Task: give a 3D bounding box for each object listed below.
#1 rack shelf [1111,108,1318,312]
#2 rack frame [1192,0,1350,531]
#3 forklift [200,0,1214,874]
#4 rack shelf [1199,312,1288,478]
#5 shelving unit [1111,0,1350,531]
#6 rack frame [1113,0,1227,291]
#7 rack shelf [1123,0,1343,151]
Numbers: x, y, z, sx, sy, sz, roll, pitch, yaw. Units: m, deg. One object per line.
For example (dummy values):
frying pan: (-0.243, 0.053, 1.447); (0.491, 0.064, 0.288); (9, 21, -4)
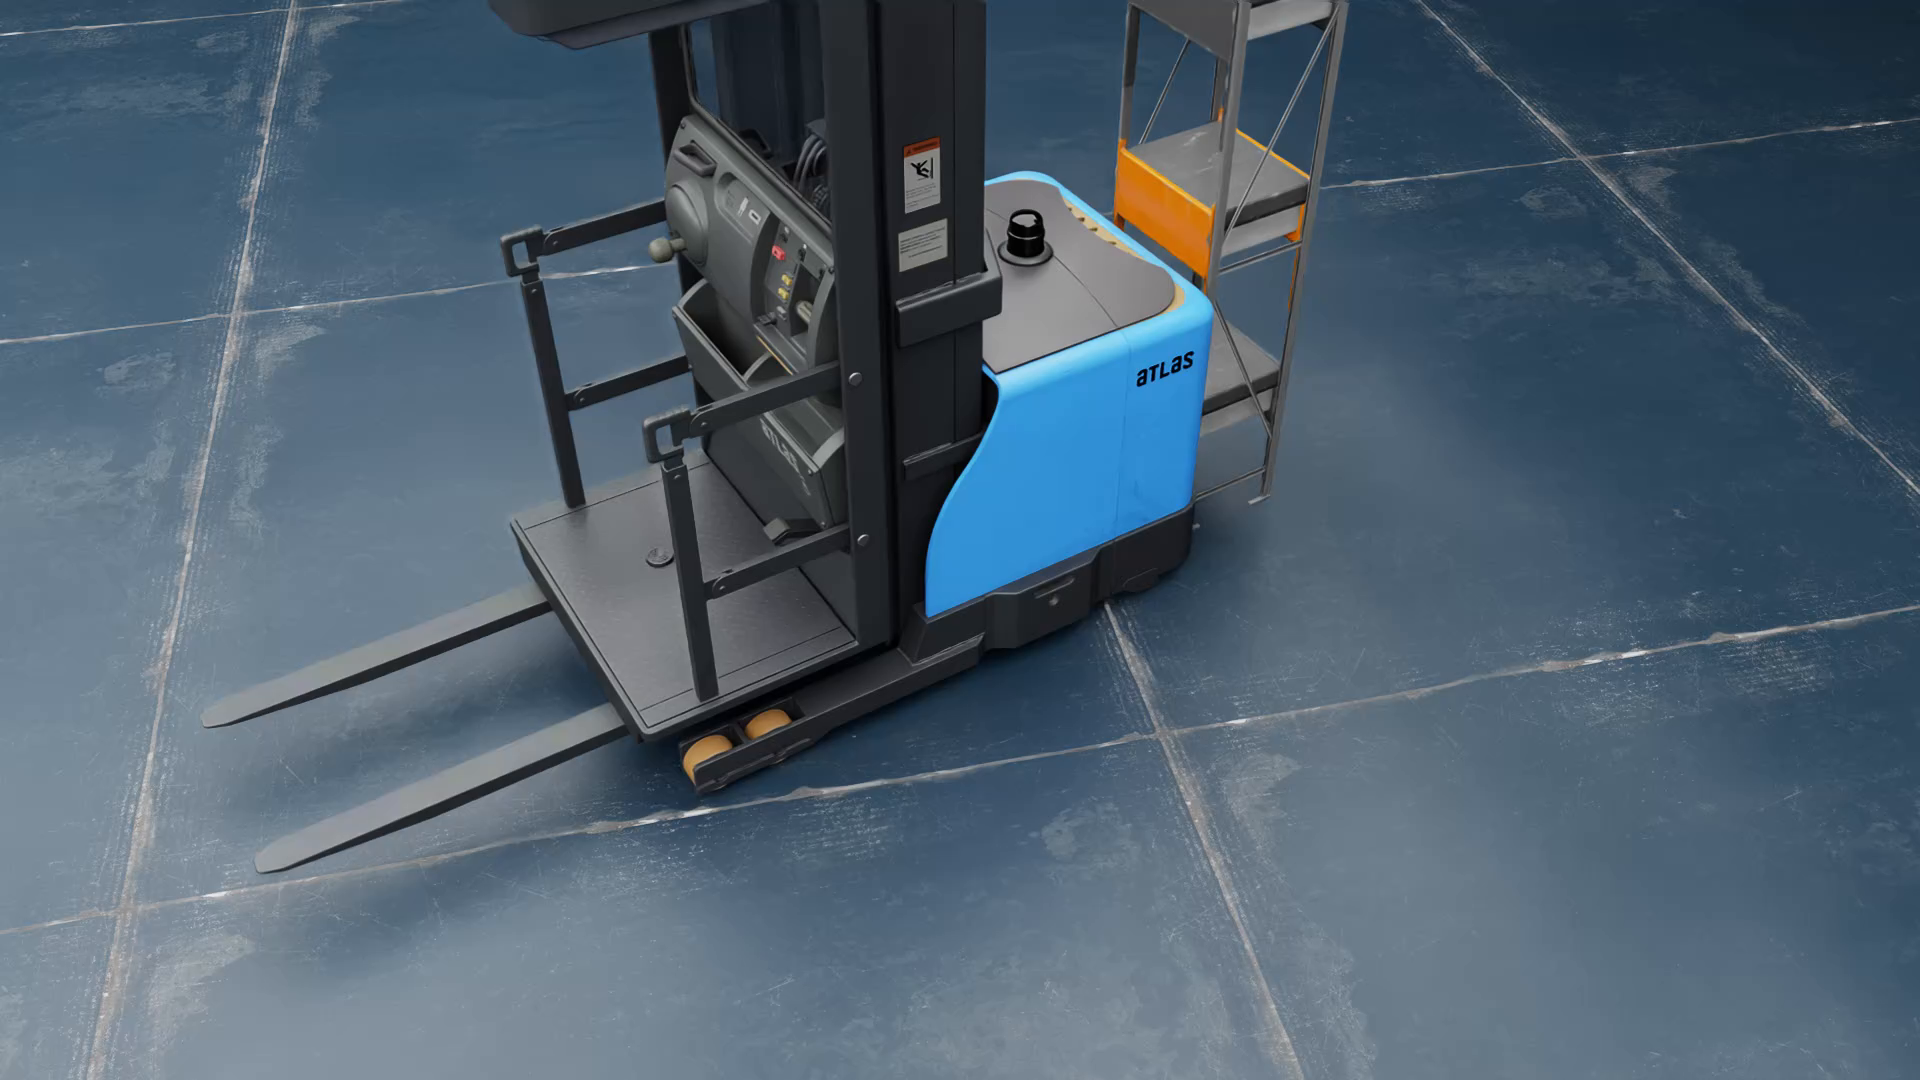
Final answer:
rack shelf: (0.799, -0.997, 5.312); (0.431, 0.518, 0.480); (-22, 46, -23)
rack frame: (0.927, -0.869, 5.148); (0.400, 2.100, 0.015); (-22, 46, -23)
forklift: (-0.750, -0.759, 4.397); (3.031, 2.935, 1.130); (-22, 46, -23)
rack shelf: (0.799, -0.473, 5.777); (0.431, 0.518, 0.480); (-22, 46, -23)
shelving unit: (0.799, -1.007, 5.303); (0.431, 2.100, 0.503); (-22, 46, -23)
rack frame: (0.671, -1.145, 5.458); (0.400, 2.100, 0.015); (-22, 46, -23)
rack shelf: (0.799, -1.520, 4.847); (0.431, 0.518, 0.480); (-22, 46, -23)
